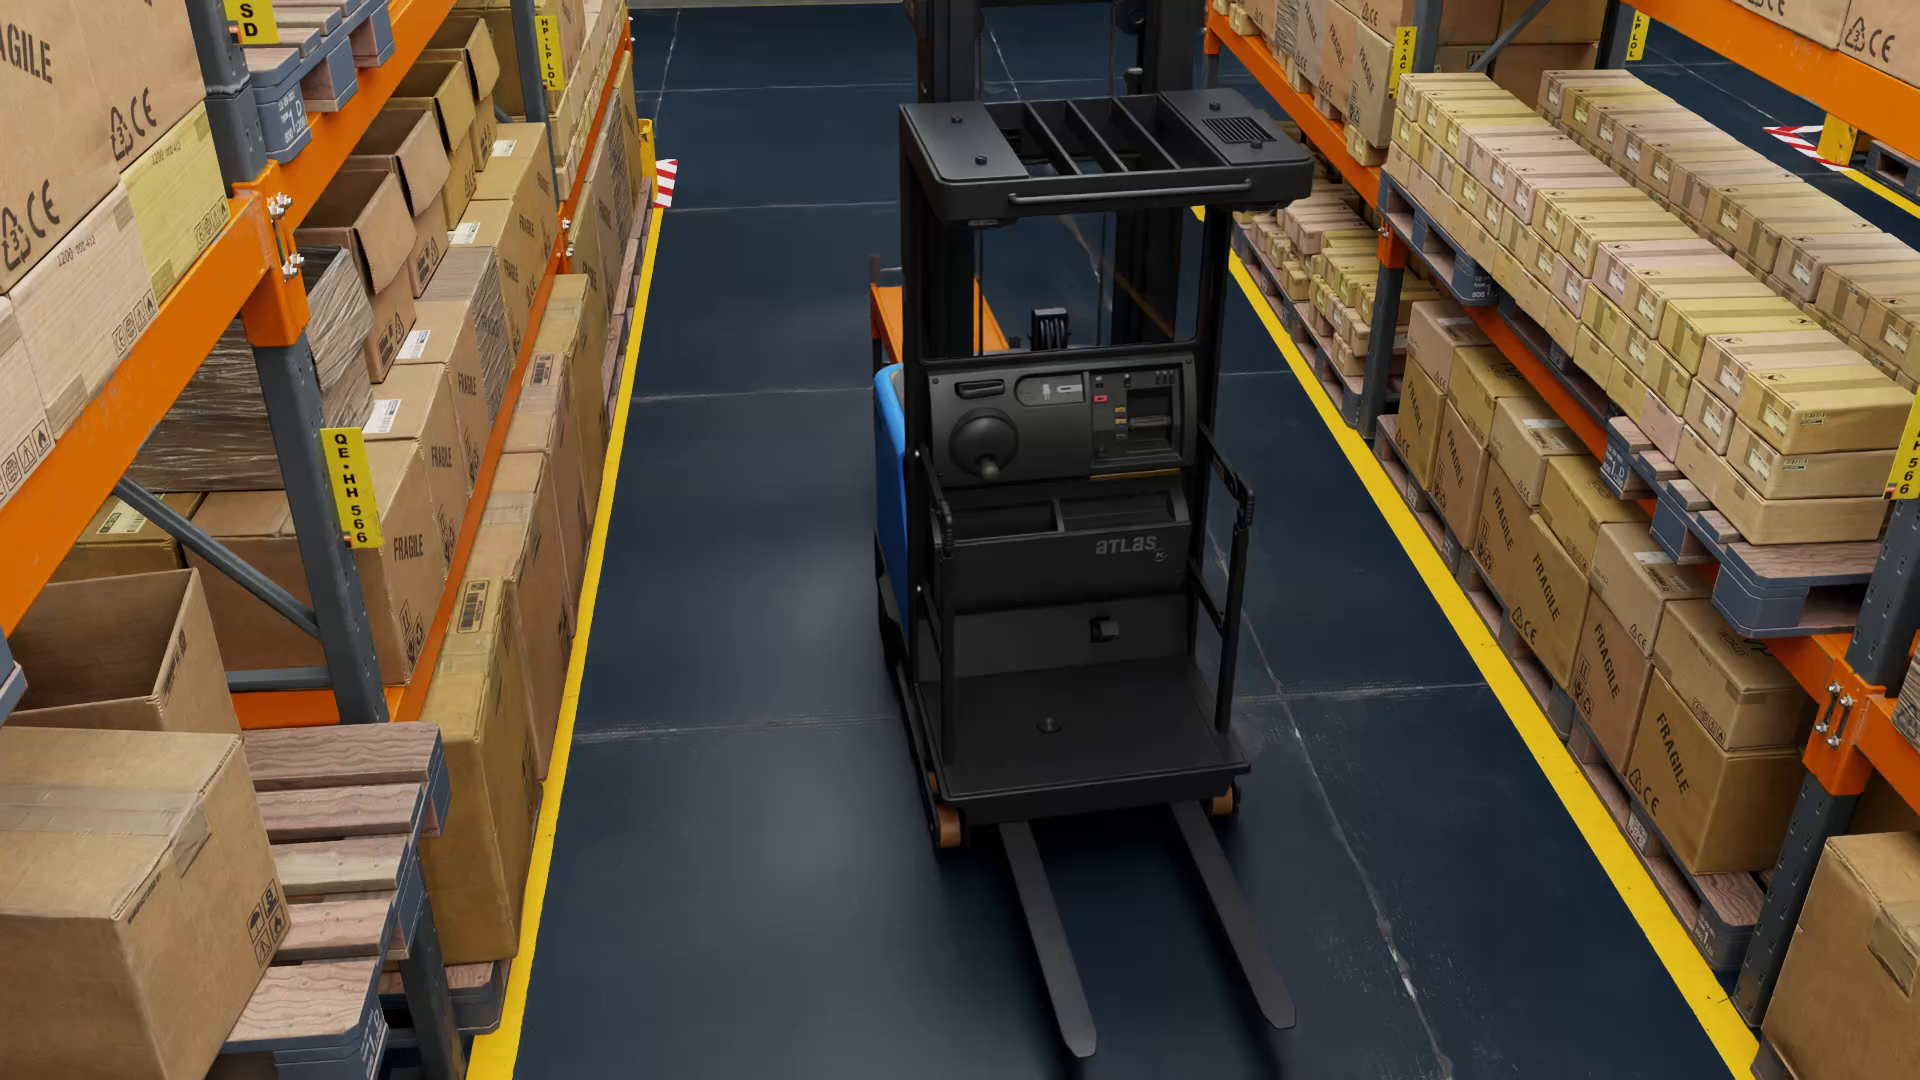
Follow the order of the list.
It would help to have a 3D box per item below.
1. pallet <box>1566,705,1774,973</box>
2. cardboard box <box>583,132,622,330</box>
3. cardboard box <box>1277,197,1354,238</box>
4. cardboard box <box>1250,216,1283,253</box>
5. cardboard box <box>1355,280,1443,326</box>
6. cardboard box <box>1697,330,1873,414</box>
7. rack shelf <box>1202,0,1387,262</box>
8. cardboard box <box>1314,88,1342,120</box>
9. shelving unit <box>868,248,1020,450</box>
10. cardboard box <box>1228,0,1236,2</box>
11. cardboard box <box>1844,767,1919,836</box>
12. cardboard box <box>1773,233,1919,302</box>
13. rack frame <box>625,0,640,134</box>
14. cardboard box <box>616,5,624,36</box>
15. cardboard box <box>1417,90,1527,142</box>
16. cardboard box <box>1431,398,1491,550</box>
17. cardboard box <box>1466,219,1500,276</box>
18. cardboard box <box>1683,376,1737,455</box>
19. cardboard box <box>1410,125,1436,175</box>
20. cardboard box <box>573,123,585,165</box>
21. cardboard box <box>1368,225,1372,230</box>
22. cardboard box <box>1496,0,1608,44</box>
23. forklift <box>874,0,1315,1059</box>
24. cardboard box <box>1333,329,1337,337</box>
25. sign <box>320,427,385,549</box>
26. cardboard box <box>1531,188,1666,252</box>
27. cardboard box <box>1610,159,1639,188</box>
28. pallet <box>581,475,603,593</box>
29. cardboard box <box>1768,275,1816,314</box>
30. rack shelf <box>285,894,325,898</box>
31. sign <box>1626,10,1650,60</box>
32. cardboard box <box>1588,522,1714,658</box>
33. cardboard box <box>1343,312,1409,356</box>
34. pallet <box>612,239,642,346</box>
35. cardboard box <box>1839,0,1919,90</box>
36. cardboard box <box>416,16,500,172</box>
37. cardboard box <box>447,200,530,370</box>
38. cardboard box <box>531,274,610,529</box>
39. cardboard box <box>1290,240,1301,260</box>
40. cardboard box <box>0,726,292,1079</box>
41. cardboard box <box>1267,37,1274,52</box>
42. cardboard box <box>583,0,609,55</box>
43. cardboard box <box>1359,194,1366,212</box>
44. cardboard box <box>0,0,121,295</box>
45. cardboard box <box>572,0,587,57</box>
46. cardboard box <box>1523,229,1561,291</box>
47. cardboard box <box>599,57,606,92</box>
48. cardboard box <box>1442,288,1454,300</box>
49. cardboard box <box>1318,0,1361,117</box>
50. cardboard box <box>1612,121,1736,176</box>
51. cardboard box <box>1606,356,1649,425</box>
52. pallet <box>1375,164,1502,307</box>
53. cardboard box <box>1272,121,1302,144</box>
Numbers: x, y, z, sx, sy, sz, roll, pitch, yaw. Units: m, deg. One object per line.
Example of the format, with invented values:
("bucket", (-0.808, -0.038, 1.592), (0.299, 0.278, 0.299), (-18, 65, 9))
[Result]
("pallet", (2.883, 0.985, 5.896), (1.003, 0.211, 1.213), (-3, 31, -5))
("cardboard box", (-2.433, -1.738, 9.397), (0.875, 0.875, 0.875), (-3, 31, -5))
("cardboard box", (2.093, -1.899, 9.795), (0.380, 0.149, 0.250), (-4, 31, -6))
("cardboard box", (2.043, -1.923, 10.414), (0.380, 0.149, 0.250), (-4, 31, -7))
("cardboard box", (2.288, -1.237, 8.686), (0.380, 0.149, 0.250), (-2, 31, -3))
("cardboard box", (2.431, -0.498, 4.914), (0.380, 0.149, 0.250), (-3, 31, -5))
("rack shelf", (2.394, -2.568, 9.826), (1.077, 0.370, 4.000), (-3, 31, -5))
("cardboard box", (2.168, -2.418, 9.118), (0.380, 0.149, 0.250), (-4, 31, -7))
("shelving unit", (-0.085, -0.614, 7.681), (0.538, 1.125, 1.048), (-5, 31, -9))
("cardboard box", (1.974, -3.826, 10.843), (0.500, 0.500, 0.500), (-1, 31, -2))
("cardboard box", (3.142, 0.706, 5.671), (0.500, 0.500, 0.500), (-4, 31, -7))
("cardboard box", (3.006, -0.922, 5.625), (0.380, 0.149, 0.250), (-1, 31, -2))
("rack frame", (-2.741, -3.712, 11.039), (1.000, 3.000, 0.127), (-3, 31, -5))
("cardboard box", (-2.354, -3.305, 10.604), (0.380, 0.149, 0.250), (-2, 31, -4))
("cardboard box", (2.192, -1.818, 7.124), (0.380, 0.149, 0.250), (-2, 31, -3))
("cardboard box", (2.437, -0.303, 7.360), (0.500, 0.500, 0.500), (-1, 31, -2))
("cardboard box", (2.257, -1.178, 6.632), (0.380, 0.149, 0.250), (-4, 31, -7))
("cardboard box", (2.428, -0.380, 5.007), (0.380, 0.149, 0.250), (-2, 31, -3))
("cardboard box", (2.186, -1.701, 7.217), (0.380, 0.149, 0.250), (-3, 31, -6))
("cardboard box", (-2.114, -1.997, 8.414), (0.380, 0.149, 0.250), (-2, 31, -3))
("cardboard box", (2.711, -1.926, 10.130), (0.380, 0.149, 0.250), (-2, 31, -4))
("cardboard box", (2.781, -2.698, 7.979), (0.500, 0.500, 0.500), (-2, 31, -3))
("forklift", (0.396, -0.364, 5.501), (1.130, 2.935, 3.031), (-5, 31, -9))
("cardboard box", (2.264, -1.133, 9.092), (0.380, 0.149, 0.250), (-2, 31, -3))
("sign", (-1.454, -0.121, 3.976), (0.100, 0.325, 0.005), (-3, 31, -5))
("cardboard box", (2.310, -1.163, 6.027), (0.380, 0.149, 0.250), (-2, 31, -3))
("cardboard box", (2.890, -1.462, 6.817), (0.380, 0.149, 0.250), (-4, 31, -6))
("pallet", (-2.220, -0.082, 7.682), (1.003, 0.211, 1.213), (-3, 31, -5))
("cardboard box", (3.007, -0.801, 5.711), (0.380, 0.149, 0.250), (-3, 31, -5))
("rack shelf", (-1.807, 1.702, 2.676), (1.077, 0.370, 4.000), (-3, 31, -5))
("sign", (3.133, -2.381, 7.682), (0.100, 0.325, 0.005), (-3, 31, -5))
("cardboard box", (2.571, 0.163, 5.848), (0.500, 0.250, 0.500), (-2, 31, -4))
("cardboard box", (2.235, -1.085, 8.723), (0.380, 0.149, 0.250), (-2, 31, -4))
("pallet", (-2.478, -1.489, 10.037), (1.003, 0.211, 1.213), (-3, 31, -5))
("cardboard box", (2.648, -1.424, 4.186), (0.500, 0.500, 0.500), (-3, 31, -5))
("cardboard box", (-2.299, -1.818, 6.792), (0.797, 0.503, 0.637), (-4, 31, -6))
("cardboard box", (-1.957, -0.968, 6.347), (0.500, 0.500, 0.500), (-3, 31, -5))
("cardboard box", (-2.288, -0.612, 7.512), (1.225, 0.875, 0.875), (-3, 31, -4))
("cardboard box", (2.180, -1.759, 9.850), (0.380, 0.149, 0.250), (-4, 31, -7))
("cardboard box", (-1.752, 0.703, 3.140), (0.700, 0.500, 0.500), (2, 31, 3))
("cardboard box", (2.109, -3.076, 10.219), (0.380, 0.149, 0.250), (-3, 31, -5))
("cardboard box", (-2.337, -3.022, 9.740), (0.500, 0.250, 0.500), (-4, 31, -6))
("cardboard box", (2.634, -2.052, 10.051), (0.380, 0.149, 0.250), (-3, 31, -4))
("cardboard box", (-1.641, -0.680, 2.453), (0.500, 0.500, 0.500), (-3, 31, -5))
("cardboard box", (-2.249, -2.829, 8.686), (0.500, 0.500, 0.500), (-4, 31, -6))
("cardboard box", (2.308, -1.034, 6.102), (0.380, 0.149, 0.250), (-3, 31, -6))
("cardboard box", (-2.237, -2.658, 9.519), (0.380, 0.149, 0.250), (-2, 31, -4))
("cardboard box", (2.755, -1.253, 8.714), (0.380, 0.149, 0.250), (-2, 31, -3))
("cardboard box", (2.207, -2.525, 8.665), (0.500, 0.500, 0.500), (-4, 31, -6))
("cardboard box", (2.885, -1.585, 6.733), (0.380, 0.149, 0.250), (-3, 31, -5))
("cardboard box", (2.385, -0.501, 5.500), (0.380, 0.149, 0.250), (-3, 31, -5))
("pallet", (2.507, -1.376, 7.316), (1.003, 0.211, 1.213), (-3, 31, -5))
("cardboard box", (2.063, -2.691, 11.120), (0.380, 0.149, 0.250), (-2, 31, -4))
